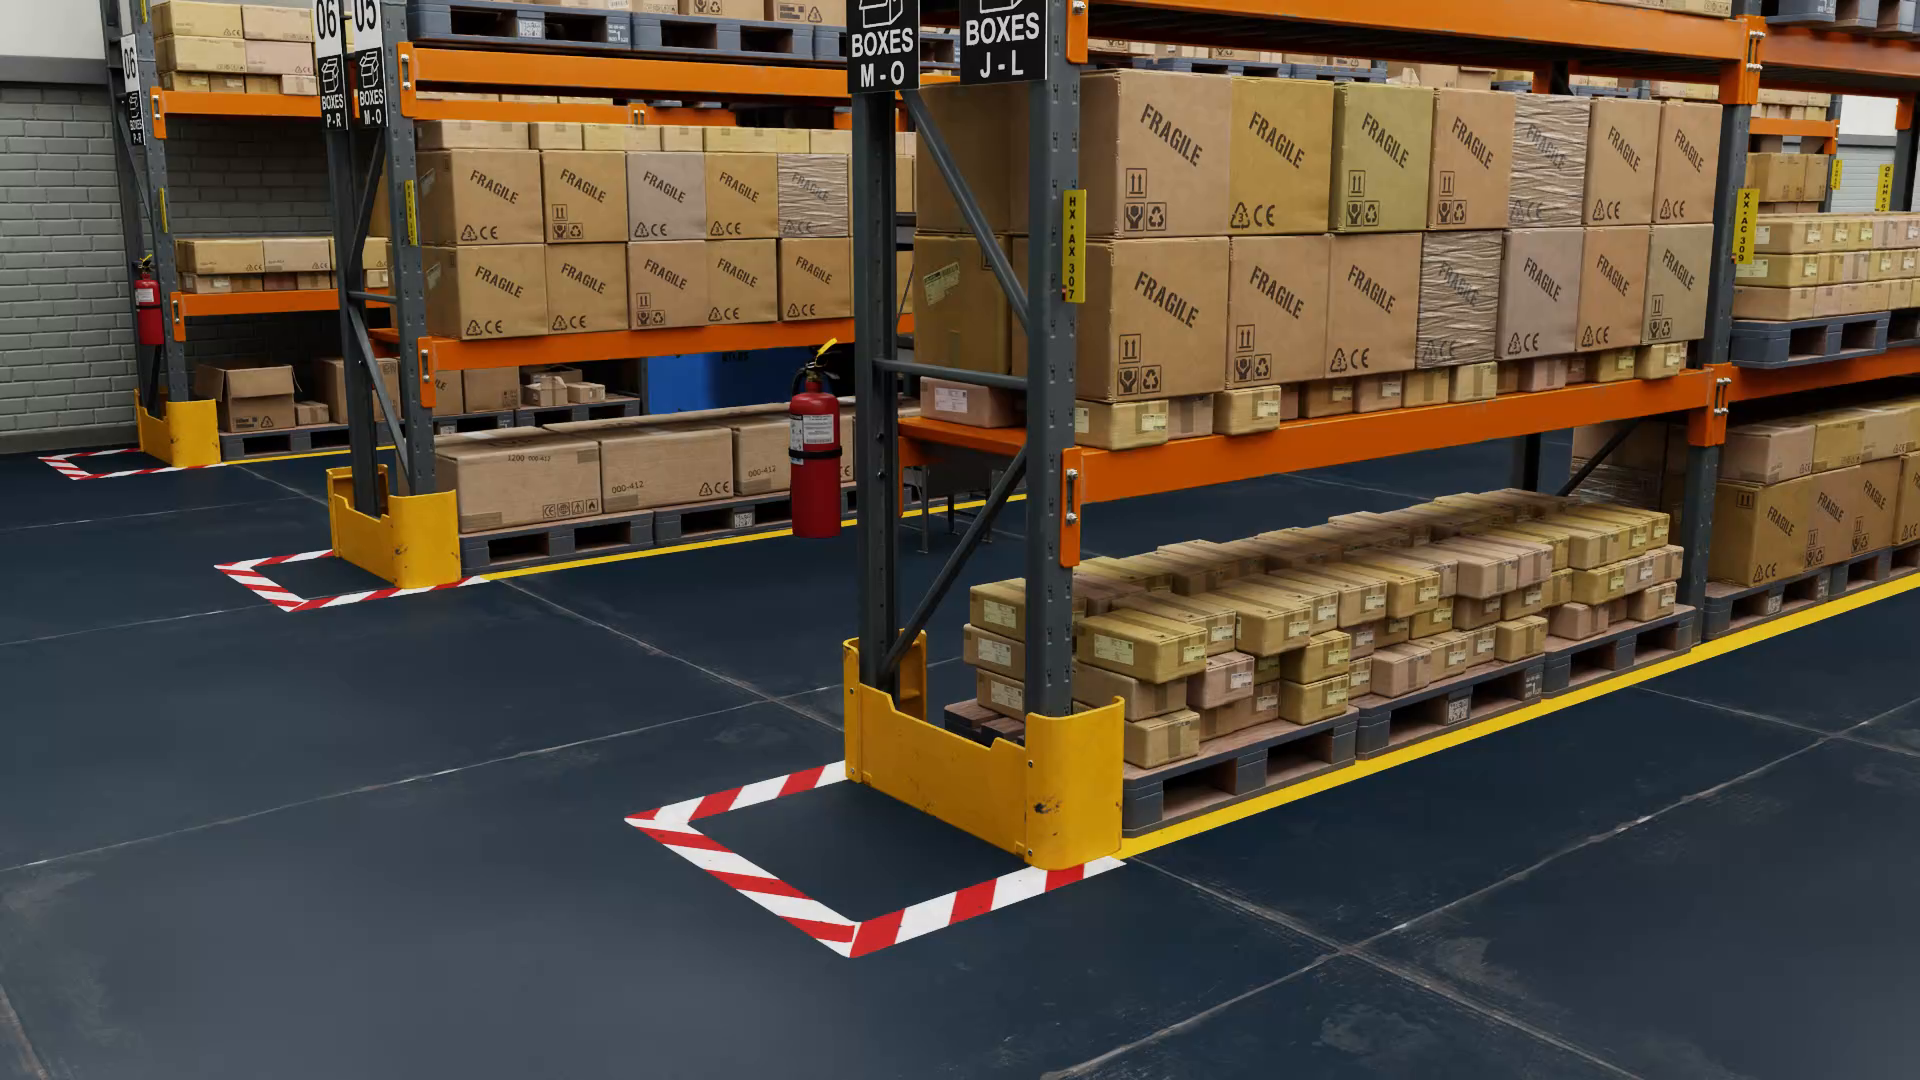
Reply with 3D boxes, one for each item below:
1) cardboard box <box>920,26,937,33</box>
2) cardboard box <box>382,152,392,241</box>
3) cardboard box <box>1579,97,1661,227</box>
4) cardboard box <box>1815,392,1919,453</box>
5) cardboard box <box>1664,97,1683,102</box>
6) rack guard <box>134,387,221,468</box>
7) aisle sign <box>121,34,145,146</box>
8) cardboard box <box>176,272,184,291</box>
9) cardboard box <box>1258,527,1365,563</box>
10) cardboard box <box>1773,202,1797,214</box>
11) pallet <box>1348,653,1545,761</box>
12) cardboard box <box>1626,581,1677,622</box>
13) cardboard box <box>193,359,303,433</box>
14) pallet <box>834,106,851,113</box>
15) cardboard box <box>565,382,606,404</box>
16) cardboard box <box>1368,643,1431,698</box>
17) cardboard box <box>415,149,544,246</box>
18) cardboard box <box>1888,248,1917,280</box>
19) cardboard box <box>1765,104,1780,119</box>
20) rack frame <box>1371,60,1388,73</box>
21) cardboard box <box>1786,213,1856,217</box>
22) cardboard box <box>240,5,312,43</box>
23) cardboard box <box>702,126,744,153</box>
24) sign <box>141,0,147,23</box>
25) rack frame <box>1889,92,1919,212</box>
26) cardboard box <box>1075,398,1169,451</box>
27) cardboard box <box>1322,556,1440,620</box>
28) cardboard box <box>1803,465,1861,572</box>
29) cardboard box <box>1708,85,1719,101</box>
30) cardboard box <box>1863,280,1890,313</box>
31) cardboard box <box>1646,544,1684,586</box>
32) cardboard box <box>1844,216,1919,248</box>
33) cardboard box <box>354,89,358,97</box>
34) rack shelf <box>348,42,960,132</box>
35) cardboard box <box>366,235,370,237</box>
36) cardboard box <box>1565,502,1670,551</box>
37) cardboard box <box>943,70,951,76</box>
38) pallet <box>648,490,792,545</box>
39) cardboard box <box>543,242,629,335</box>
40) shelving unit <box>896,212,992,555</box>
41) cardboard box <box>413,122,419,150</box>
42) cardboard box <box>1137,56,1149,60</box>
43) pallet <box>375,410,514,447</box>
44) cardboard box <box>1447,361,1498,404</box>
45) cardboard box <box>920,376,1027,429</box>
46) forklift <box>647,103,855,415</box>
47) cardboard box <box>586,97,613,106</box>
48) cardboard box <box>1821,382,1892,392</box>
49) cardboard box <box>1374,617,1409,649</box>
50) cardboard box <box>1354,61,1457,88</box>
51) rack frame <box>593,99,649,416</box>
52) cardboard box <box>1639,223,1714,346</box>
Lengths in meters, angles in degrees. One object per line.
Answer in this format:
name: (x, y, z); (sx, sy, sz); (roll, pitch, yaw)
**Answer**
cardboard box: (-0.353, -3.358, 10.571); (0.258, 0.266, 0.396); (-9, 15, -36)
cardboard box: (-2.950, -1.957, 9.475); (0.500, 0.500, 0.500); (-9, 15, -36)
cardboard box: (2.519, -1.558, 6.879); (0.500, 0.500, 0.500); (-10, 16, -39)
cardboard box: (5.076, -0.654, 9.187); (0.500, 0.250, 0.500); (-9, 15, -36)
cardboard box: (6.830, -4.244, 16.279); (0.250, 0.149, 0.380); (-9, 15, -38)
rack guard: (-6.222, -0.910, 13.208); (0.348, 0.500, 1.175); (-9, 15, -38)
aisle sign: (-6.151, -3.338, 12.366); (0.004, 0.787, 0.394); (-9, 15, -38)
cardboard box: (-6.190, -2.086, 13.336); (0.250, 0.149, 0.380); (-10, 15, -38)
cardboard box: (1.482, 0.061, 7.041); (0.250, 0.149, 0.380); (-9, 15, -37)
cardboard box: (8.670, -3.409, 18.005); (0.500, 0.500, 0.500); (-9, 15, -38)
pallet: (1.661, 0.569, 6.941); (1.213, 0.211, 1.003); (-9, 15, -38)
cardboard box: (3.024, 0.248, 7.591); (0.250, 0.149, 0.380); (-9, 15, -37)
cardboard box: (-5.745, -1.171, 13.419); (0.637, 0.503, 0.797); (-10, 16, -40)
pallet: (-1.797, -4.225, 16.036); (1.003, 0.211, 1.213); (-9, 15, -38)
cardboard box: (-3.410, -1.332, 15.034); (0.250, 0.149, 0.380); (-10, 16, -39)
cardboard box: (1.602, 0.482, 6.489); (0.250, 0.149, 0.380); (-10, 16, -40)
cardboard box: (-2.625, -1.872, 9.075); (0.500, 0.500, 0.500); (-10, 15, -39)
cardboard box: (4.526, -1.388, 8.323); (0.250, 0.149, 0.380); (-9, 15, -35)
cardboard box: (8.405, -4.518, 17.568); (0.250, 0.149, 0.380); (-10, 15, -38)
rack frame: (3.069, -5.290, 13.379); (0.127, 3.000, 1.000); (-9, 15, -38)
cardboard box: (4.733, -1.740, 9.265); (0.250, 0.149, 0.380); (-9, 15, -36)
cardboard box: (-5.369, -3.986, 12.899); (0.500, 0.250, 0.500); (-10, 15, -38)
cardboard box: (-1.490, -2.369, 9.853); (0.250, 0.149, 0.380); (-10, 16, -39)
sign: (-5.942, -3.929, 12.086); (0.005, 0.325, 0.100); (-9, 15, -38)
rack frame: (6.240, -1.566, 10.283); (0.127, 3.000, 1.000); (-9, 15, -38)
cardboard box: (0.451, -0.394, 5.368); (0.250, 0.149, 0.380); (-10, 15, -38)
cardboard box: (1.630, 0.183, 6.465); (0.250, 0.149, 0.380); (-9, 15, -37)
cardboard box: (4.272, -0.152, 8.628); (0.500, 0.500, 0.500); (-9, 15, -35)
cardboard box: (7.503, -4.558, 16.798); (0.500, 0.250, 0.500); (-9, 15, -37)
cardboard box: (4.319, -1.207, 8.187); (0.250, 0.149, 0.380); (-9, 15, -37)
cardboard box: (3.070, 0.089, 7.625); (0.250, 0.149, 0.380); (-9, 15, -37)
cardboard box: (4.721, -1.565, 8.439); (0.250, 0.149, 0.380); (-9, 15, -36)
cardboard box: (-4.874, -3.632, 13.396); (0.250, 0.149, 0.380); (-10, 15, -38)
rack shelf: (-1.616, -2.693, 10.099); (4.000, 0.370, 1.077); (-9, 15, -38)
cardboard box: (-4.887, -2.495, 14.303); (0.500, 0.250, 0.500); (-9, 15, -38)
cardboard box: (3.002, -0.061, 7.613); (0.250, 0.149, 0.380); (-9, 15, -36)
cardboard box: (-0.118, -4.802, 16.987); (0.250, 0.149, 0.380); (-9, 15, -36)
pallet: (-1.650, -0.228, 10.693); (1.213, 0.211, 1.003); (-9, 15, -38)
cardboard box: (-2.246, -1.453, 9.507); (0.500, 0.500, 0.500); (-10, 15, -38)
shelving unit: (-0.129, -1.006, 9.810); (0.503, 2.100, 0.431); (-9, 15, -38)
cardboard box: (-3.023, -2.252, 9.304); (0.250, 0.149, 0.380); (-9, 15, -37)
cardboard box: (1.329, -3.665, 12.497); (0.250, 0.166, 0.380); (-8, 14, -33)
pallet: (-4.648, -1.029, 14.468); (1.213, 0.211, 1.003); (-9, 15, -38)
cardboard box: (1.864, -0.635, 6.501); (0.250, 0.149, 0.380); (-9, 15, -37)
cardboard box: (0.072, -0.493, 5.835); (0.250, 0.149, 0.380); (-9, 15, -38)
forklift: (-0.893, -2.091, 12.920); (3.031, 2.935, 1.130); (-9, 15, -36)
cardboard box: (-3.254, -3.891, 14.616); (0.250, 0.149, 0.380); (-10, 15, -38)
cardboard box: (5.155, -0.800, 9.874); (0.500, 0.250, 0.500); (-10, 15, -38)
cardboard box: (1.550, 0.309, 6.587); (0.250, 0.149, 0.380); (-8, 15, -35)
cardboard box: (3.816, -3.993, 14.252); (0.500, 0.500, 0.700); (-9, 15, -38)
rack frame: (-3.158, -2.641, 15.347); (0.127, 3.000, 1.000); (-9, 15, -38)
cardboard box: (2.916, -1.133, 7.286); (0.500, 0.500, 0.500); (-9, 15, -38)
